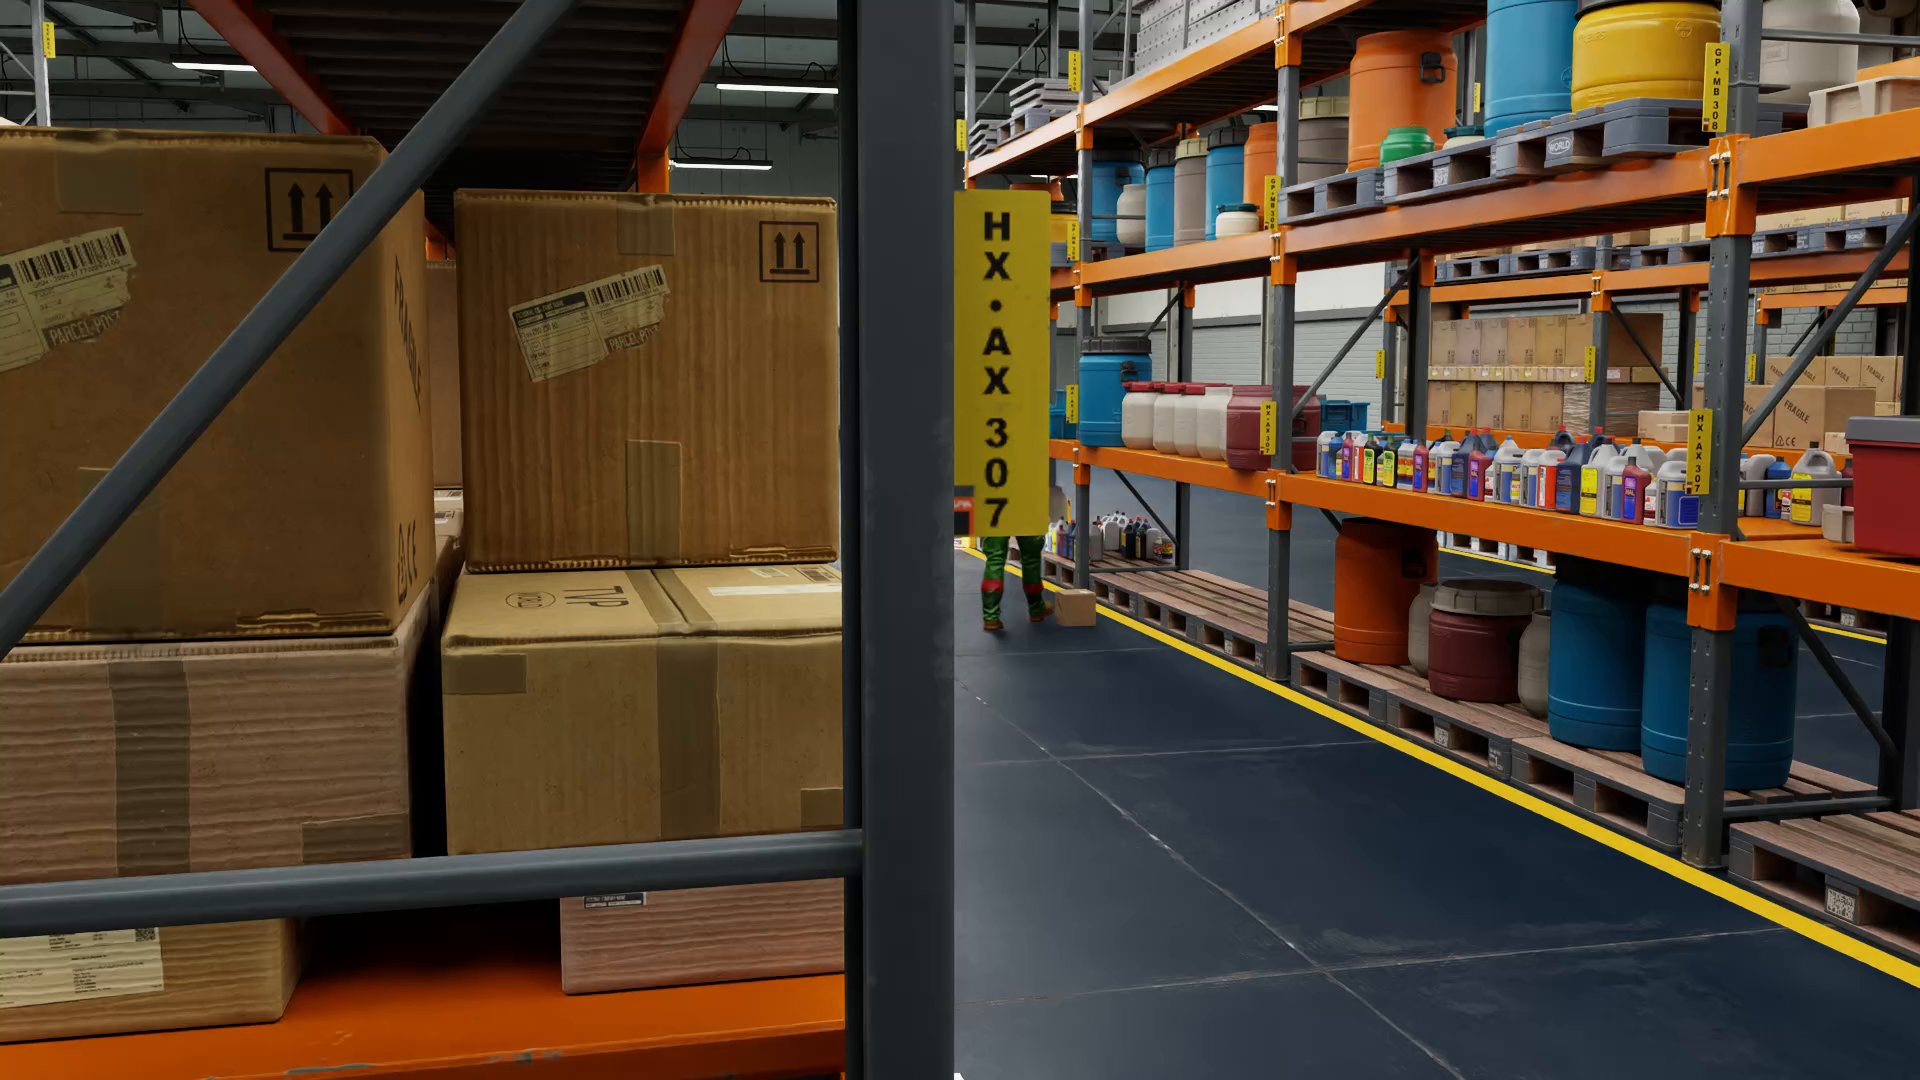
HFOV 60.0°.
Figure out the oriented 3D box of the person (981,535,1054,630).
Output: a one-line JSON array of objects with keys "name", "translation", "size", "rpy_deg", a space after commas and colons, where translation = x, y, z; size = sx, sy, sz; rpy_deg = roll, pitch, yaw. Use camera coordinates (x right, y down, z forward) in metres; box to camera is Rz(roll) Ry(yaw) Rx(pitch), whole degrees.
[{"name": "person", "translation": [0.408, -0.228, 12.424], "size": [0.575, 1.752, 0.943], "rpy_deg": [2, 6, 18]}]
